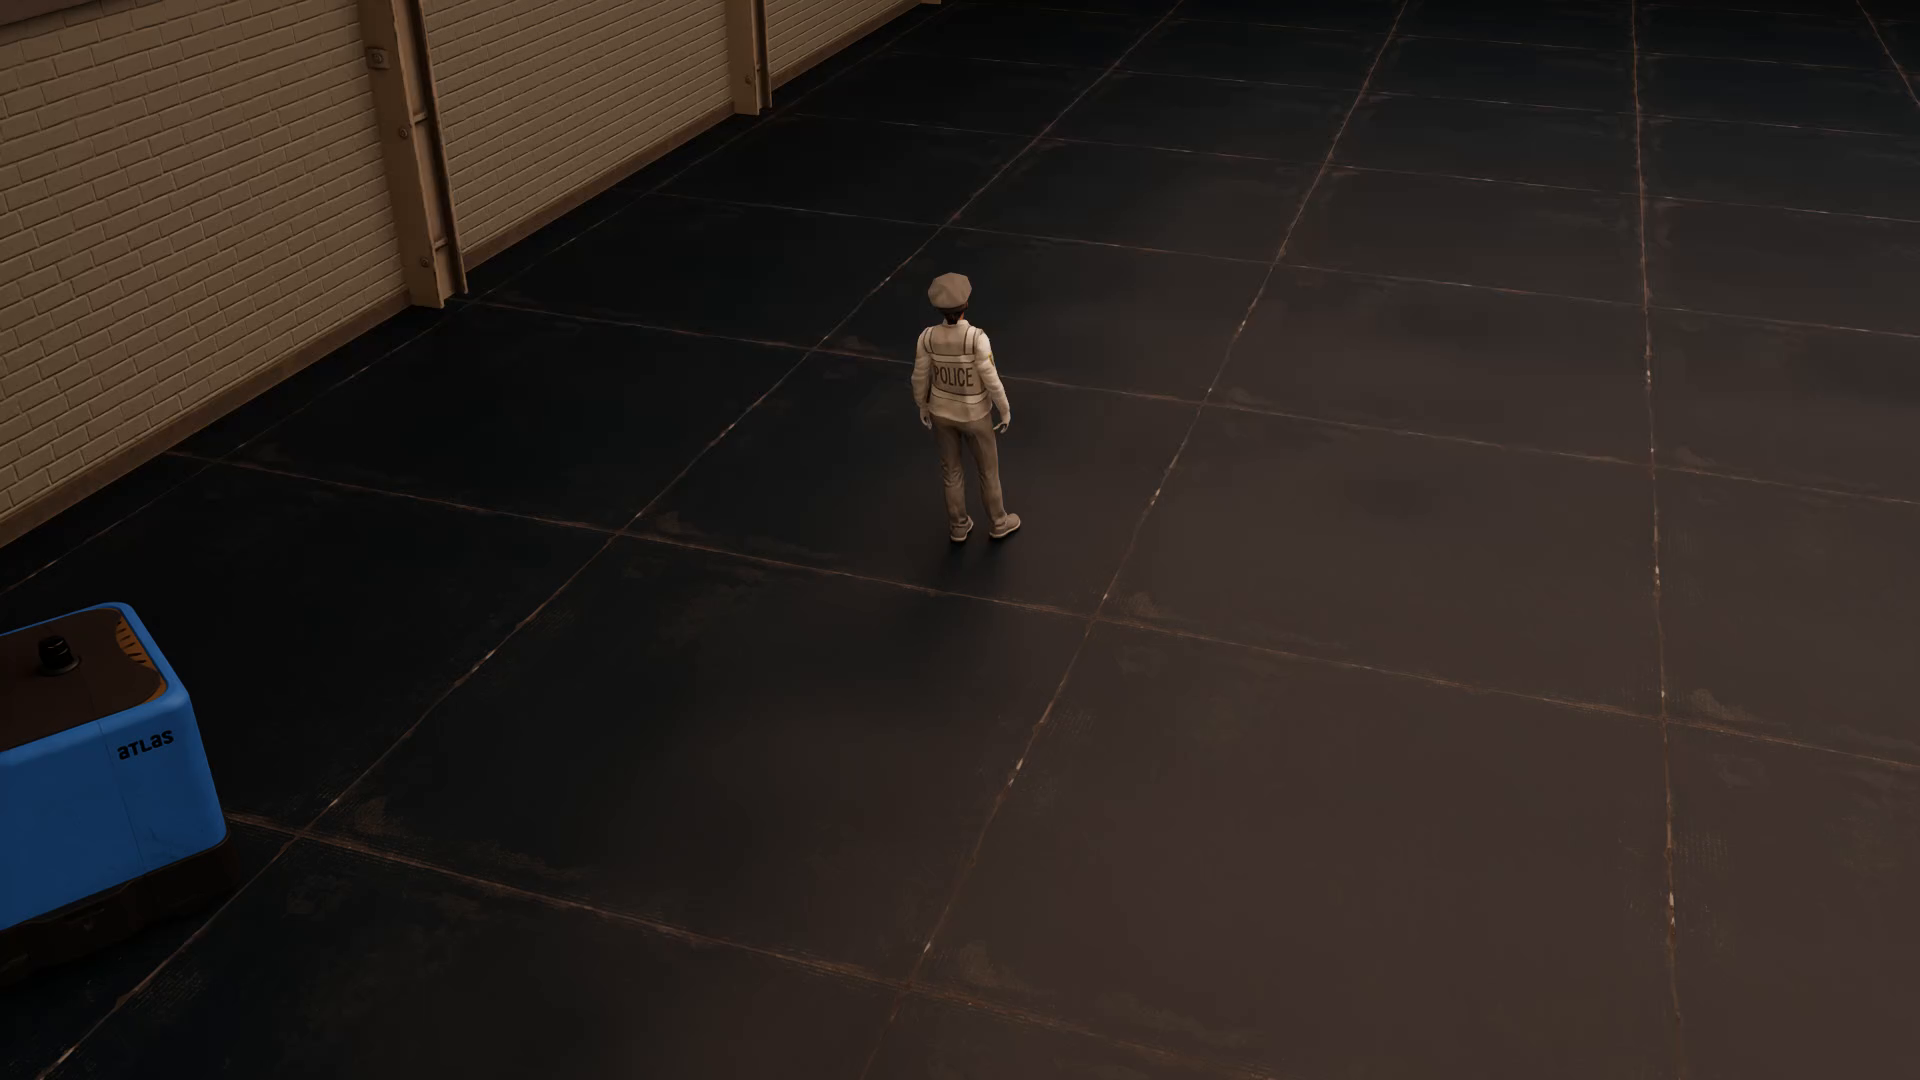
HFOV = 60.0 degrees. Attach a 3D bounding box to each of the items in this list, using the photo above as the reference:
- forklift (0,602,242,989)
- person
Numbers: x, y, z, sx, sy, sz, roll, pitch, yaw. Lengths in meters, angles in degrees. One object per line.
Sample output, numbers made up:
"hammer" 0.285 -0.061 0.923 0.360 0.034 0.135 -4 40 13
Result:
"forklift" -4.644 0.551 6.170 3.031 2.935 1.130 -21 36 -32
"person" 0.029 -0.774 9.728 0.586 1.694 0.530 10 31 16
